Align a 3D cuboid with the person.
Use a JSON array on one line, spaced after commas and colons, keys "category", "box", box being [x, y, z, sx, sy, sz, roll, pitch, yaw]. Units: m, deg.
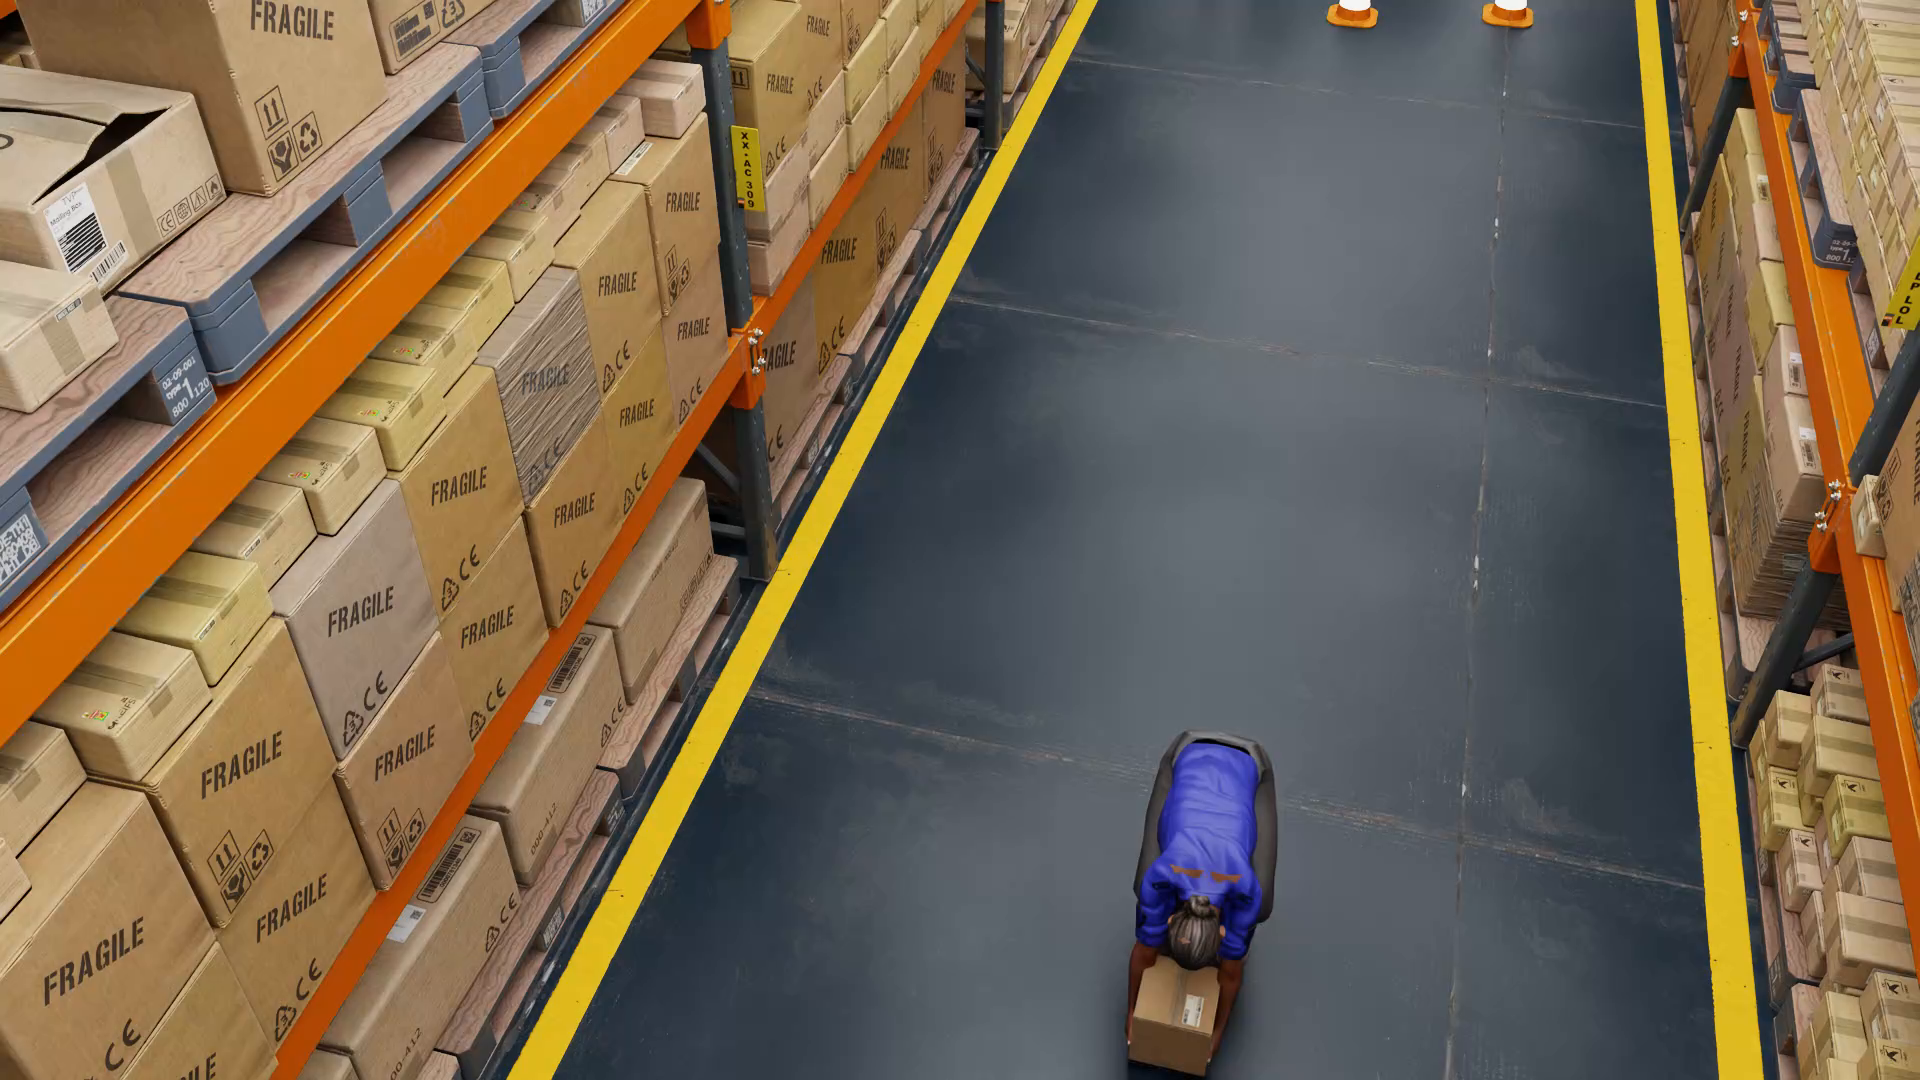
[{"category": "person", "box": [0.798, 1.153, 5.451, 0.458, 0.864, 0.864, 8, 42, 9]}]
